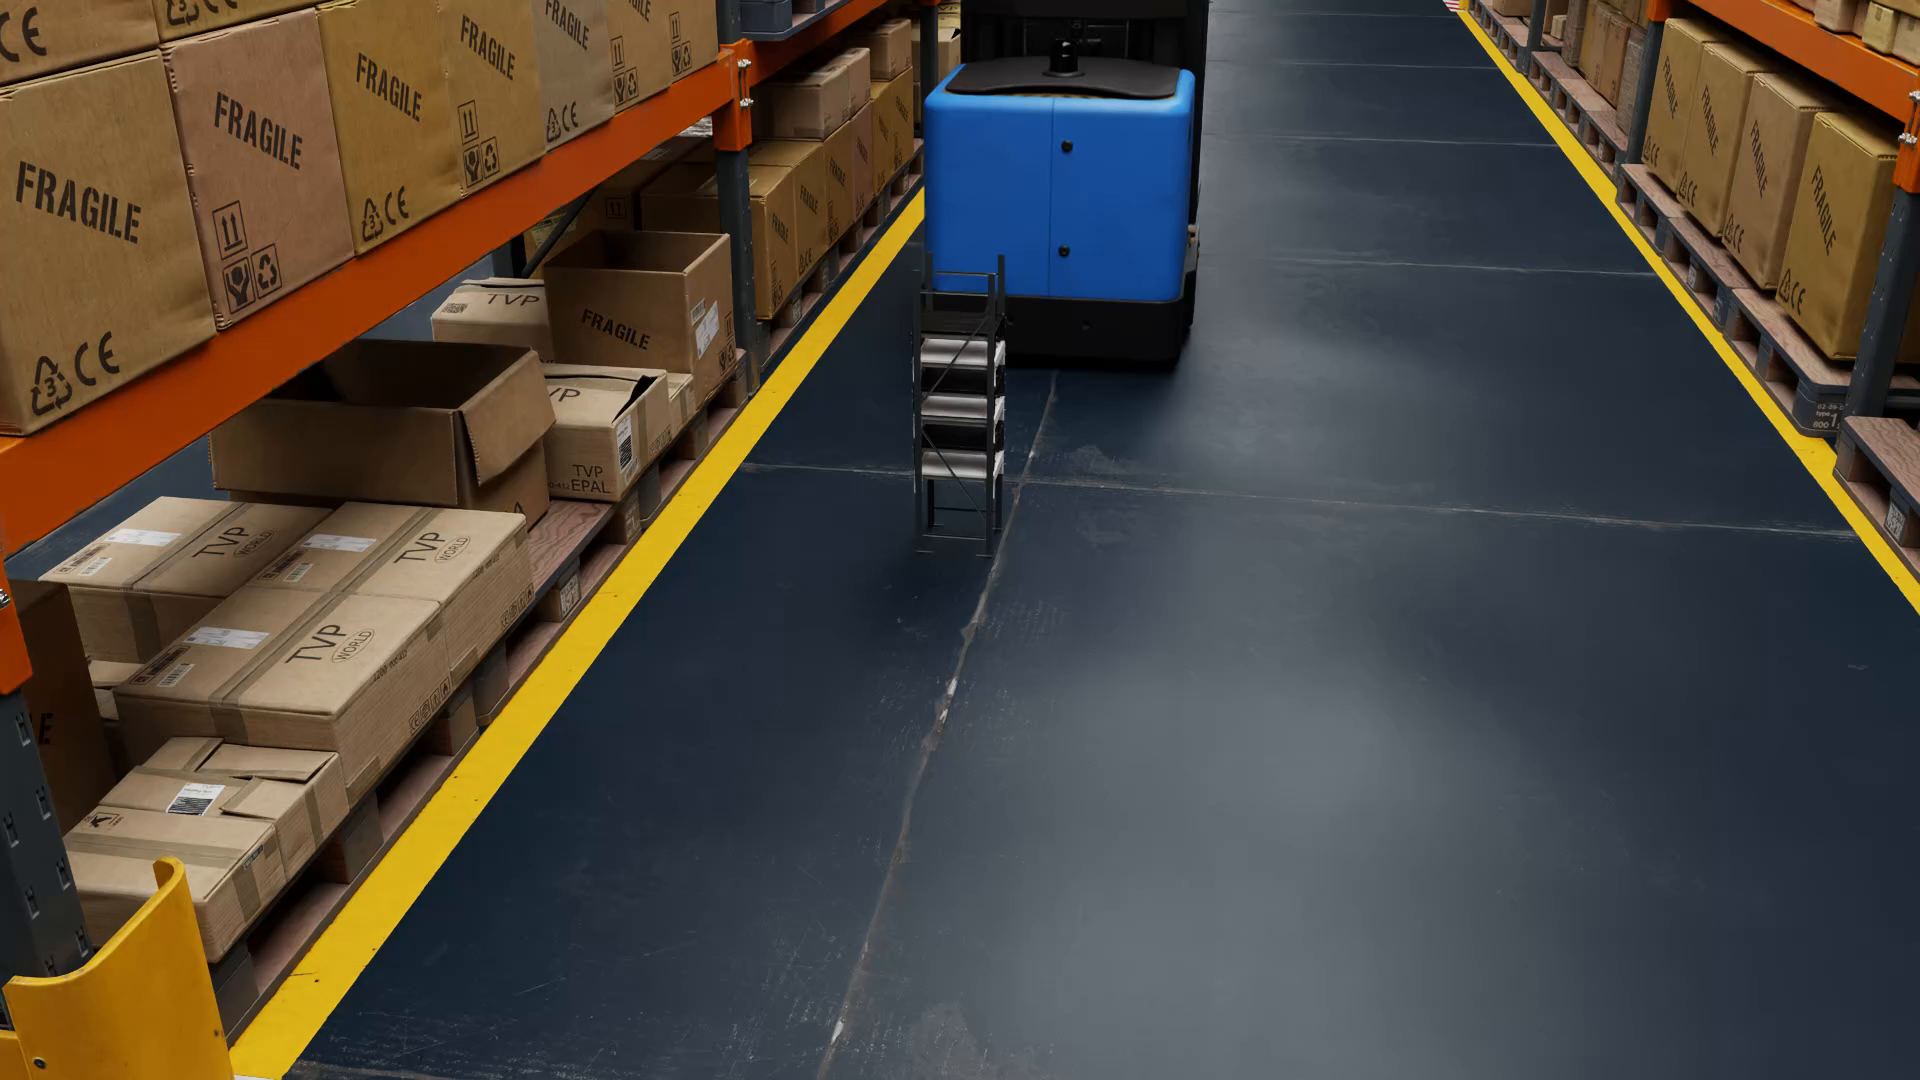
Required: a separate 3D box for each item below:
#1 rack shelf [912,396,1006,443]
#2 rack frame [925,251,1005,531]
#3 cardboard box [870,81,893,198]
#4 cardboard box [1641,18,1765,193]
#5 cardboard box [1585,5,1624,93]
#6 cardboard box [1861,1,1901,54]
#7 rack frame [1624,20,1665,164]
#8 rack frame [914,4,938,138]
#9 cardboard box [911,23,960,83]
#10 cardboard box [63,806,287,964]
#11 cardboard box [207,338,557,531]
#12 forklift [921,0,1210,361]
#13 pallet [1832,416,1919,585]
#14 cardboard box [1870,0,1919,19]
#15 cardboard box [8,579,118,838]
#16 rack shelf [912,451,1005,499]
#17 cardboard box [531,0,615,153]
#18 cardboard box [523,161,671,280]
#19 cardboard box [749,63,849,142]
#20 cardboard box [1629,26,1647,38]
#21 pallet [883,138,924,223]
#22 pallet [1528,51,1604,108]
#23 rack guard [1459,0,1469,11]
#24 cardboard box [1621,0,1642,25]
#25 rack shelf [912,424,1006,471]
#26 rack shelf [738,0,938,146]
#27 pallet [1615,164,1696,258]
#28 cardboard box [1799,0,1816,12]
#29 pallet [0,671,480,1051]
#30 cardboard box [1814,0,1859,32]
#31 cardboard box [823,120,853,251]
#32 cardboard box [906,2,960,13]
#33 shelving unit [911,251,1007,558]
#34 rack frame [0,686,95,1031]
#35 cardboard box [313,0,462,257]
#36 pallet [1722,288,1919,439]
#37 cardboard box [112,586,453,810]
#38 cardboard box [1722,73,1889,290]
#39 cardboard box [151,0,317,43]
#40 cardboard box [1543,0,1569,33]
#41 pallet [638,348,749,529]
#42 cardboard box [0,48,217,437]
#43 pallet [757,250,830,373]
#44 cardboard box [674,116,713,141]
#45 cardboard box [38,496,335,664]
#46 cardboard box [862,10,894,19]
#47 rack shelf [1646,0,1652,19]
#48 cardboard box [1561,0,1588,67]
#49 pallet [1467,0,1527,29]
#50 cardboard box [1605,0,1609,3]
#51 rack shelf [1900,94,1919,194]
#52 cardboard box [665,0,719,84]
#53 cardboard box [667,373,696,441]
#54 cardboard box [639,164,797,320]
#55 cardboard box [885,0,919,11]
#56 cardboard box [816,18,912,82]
[{"bbox_3d":[-0.001,-0.374,5.066,0.258,0.077,0.200,4,25,9],"label":"rack shelf"},{"bbox_3d":[0.015,-0.447,5.143,0.240,0.900,0.006,4,25,9],"label":"rack frame"},{"bbox_3d":[-0.637,-2.079,8.582,0.500,0.500,0.500,3,25,7],"label":"cardboard box"},{"bbox_3d":[4.007,-2.212,8.478,0.750,0.750,0.750,4,25,8],"label":"cardboard box"},{"bbox_3d":[4.648,-3.295,11.180,0.700,0.500,0.500,4,25,9],"label":"cardboard box"},{"bbox_3d":[3.397,-1.784,5.796,0.380,0.149,0.250,4,25,9],"label":"cardboard box"},{"bbox_3d":[4.256,-3.294,8.749,1.000,3.000,0.127,4,25,9],"label":"rack frame"},{"bbox_3d":[-0.631,-3.635,9.478,1.000,3.000,0.127,4,25,9],"label":"rack frame"},{"bbox_3d":[-0.256,-3.033,10.278,0.500,0.311,0.500,5,26,10],"label":"cardboard box"},{"bbox_3d":[-1.531,0.651,3.165,0.380,0.149,0.250,4,25,9],"label":"cardboard box"},{"bbox_3d":[-1.587,-0.245,4.661,0.797,0.503,0.637,4,25,9],"label":"cardboard box"},{"bbox_3d":[0.583,-2.635,7.423,1.130,2.935,3.031,4,25,8],"label":"forklift"},{"bbox_3d":[3.401,-0.045,5.098,1.003,0.211,1.213,4,25,9],"label":"pallet"},{"bbox_3d":[3.430,-2.020,5.536,0.500,0.500,0.500,4,25,8],"label":"cardboard box"},{"bbox_3d":[-2.093,0.399,3.289,0.500,0.500,0.500,4,25,9],"label":"cardboard box"},{"bbox_3d":[-0.001,-0.211,5.142,0.258,0.077,0.200,4,25,9],"label":"rack shelf"},{"bbox_3d":[-1.278,-1.350,4.478,0.500,0.500,0.500,5,25,10],"label":"cardboard box"},{"bbox_3d":[-1.487,-1.256,6.824,0.500,0.500,0.500,4,25,8],"label":"cardboard box"},{"bbox_3d":[-0.802,-1.973,7.472,0.500,0.250,0.500,4,25,9],"label":"cardboard box"},{"bbox_3d":[4.522,-2.873,10.279,0.700,0.500,0.500,4,25,8],"label":"cardboard box"},{"bbox_3d":[-0.791,-2.063,9.408,1.003,0.211,1.213,4,25,9],"label":"pallet"},{"bbox_3d":[4.784,-3.378,12.218,1.003,0.211,1.213,4,25,9],"label":"pallet"},{"bbox_3d":[5.552,-5.476,16.359,1.175,0.500,0.348,4,25,9],"label":"rack guard"},{"bbox_3d":[4.557,-3.455,10.638,0.500,0.250,0.500,4,25,8],"label":"cardboard box"},{"bbox_3d":[-0.001,-0.292,5.104,0.258,0.077,0.200,4,25,9],"label":"rack shelf"},{"bbox_3d":[-0.958,-2.473,7.844,1.077,0.370,4.000,4,25,9],"label":"rack shelf"},{"bbox_3d":[4.053,-1.706,8.646,1.003,0.211,1.213,4,25,9],"label":"pallet"},{"bbox_3d":[3.630,-2.205,6.696,0.380,0.149,0.250,3,25,7],"label":"cardboard box"},{"bbox_3d":[-1.797,0.608,3.702,1.003,0.211,1.213,4,25,9],"label":"pallet"},{"bbox_3d":[3.469,-2.004,6.266,0.380,0.149,0.250,4,25,9],"label":"cardboard box"},{"bbox_3d":[-0.800,-1.647,7.661,0.500,0.500,0.500,4,25,9],"label":"cardboard box"},{"bbox_3d":[-0.093,-3.466,11.204,0.500,0.311,0.500,3,25,7],"label":"cardboard box"},{"bbox_3d":[-0.001,-0.404,5.052,0.258,0.900,0.210,4,25,9],"label":"shelving unit"},{"bbox_3d":[-1.935,-0.289,2.330,0.949,2.616,0.053,4,25,9],"label":"rack frame"},{"bbox_3d":[-1.442,-0.928,3.576,0.500,0.500,0.500,4,25,8],"label":"cardboard box"},{"bbox_3d":[3.655,-0.686,6.466,1.003,0.211,1.213,4,25,9],"label":"pallet"},{"bbox_3d":[-1.488,0.340,3.711,0.500,0.250,0.500,4,25,9],"label":"cardboard box"},{"bbox_3d":[3.723,-1.490,6.936,0.750,0.750,0.750,5,26,10],"label":"cardboard box"},{"bbox_3d":[-1.528,-1.174,2.923,0.500,0.500,0.500,4,25,9],"label":"cardboard box"},{"bbox_3d":[5.040,-4.471,13.693,0.500,0.500,0.500,2,25,5],"label":"cardboard box"},{"bbox_3d":[-1.398,-0.412,5.882,1.003,0.211,1.213,4,25,9],"label":"pallet"},{"bbox_3d":[-1.606,-0.502,2.667,0.500,0.500,0.500,5,25,10],"label":"cardboard box"},{"bbox_3d":[-1.189,-1.042,7.228,1.003,0.211,1.213,4,25,9],"label":"pallet"},{"bbox_3d":[-1.316,-1.672,7.713,0.500,0.500,0.500,4,25,9],"label":"cardboard box"},{"bbox_3d":[-1.908,0.117,4.187,0.500,0.250,0.500,4,25,9],"label":"cardboard box"},{"bbox_3d":[-0.710,-3.288,10.823,0.500,0.311,0.500,4,25,8],"label":"cardboard box"},{"bbox_3d":[4.583,-3.804,10.688,1.077,0.370,4.000,4,25,9],"label":"rack shelf"},{"bbox_3d":[4.806,-3.725,12.099,0.700,0.500,0.500,5,26,10],"label":"cardboard box"},{"bbox_3d":[5.384,-5.008,15.699,1.003,0.211,1.213,4,25,9],"label":"pallet"},{"bbox_3d":[4.738,-3.880,11.546,0.500,0.250,0.500,3,25,7],"label":"cardboard box"},{"bbox_3d":[3.276,-0.459,3.540,1.077,0.370,4.000,4,25,9],"label":"rack shelf"},{"bbox_3d":[-1.113,-1.781,5.399,0.500,0.500,0.500,4,25,9],"label":"cardboard box"},{"bbox_3d":[-1.100,-0.452,5.520,0.380,0.149,0.250,4,25,9],"label":"cardboard box"},{"bbox_3d":[-0.965,-1.215,6.737,0.500,0.500,0.500,3,25,6],"label":"cardboard box"},{"bbox_3d":[-0.541,-3.709,11.721,0.500,0.311,0.500,5,25,10],"label":"cardboard box"},{"bbox_3d":[-0.558,-2.611,8.835,0.500,0.250,0.500,5,26,11],"label":"cardboard box"}]
